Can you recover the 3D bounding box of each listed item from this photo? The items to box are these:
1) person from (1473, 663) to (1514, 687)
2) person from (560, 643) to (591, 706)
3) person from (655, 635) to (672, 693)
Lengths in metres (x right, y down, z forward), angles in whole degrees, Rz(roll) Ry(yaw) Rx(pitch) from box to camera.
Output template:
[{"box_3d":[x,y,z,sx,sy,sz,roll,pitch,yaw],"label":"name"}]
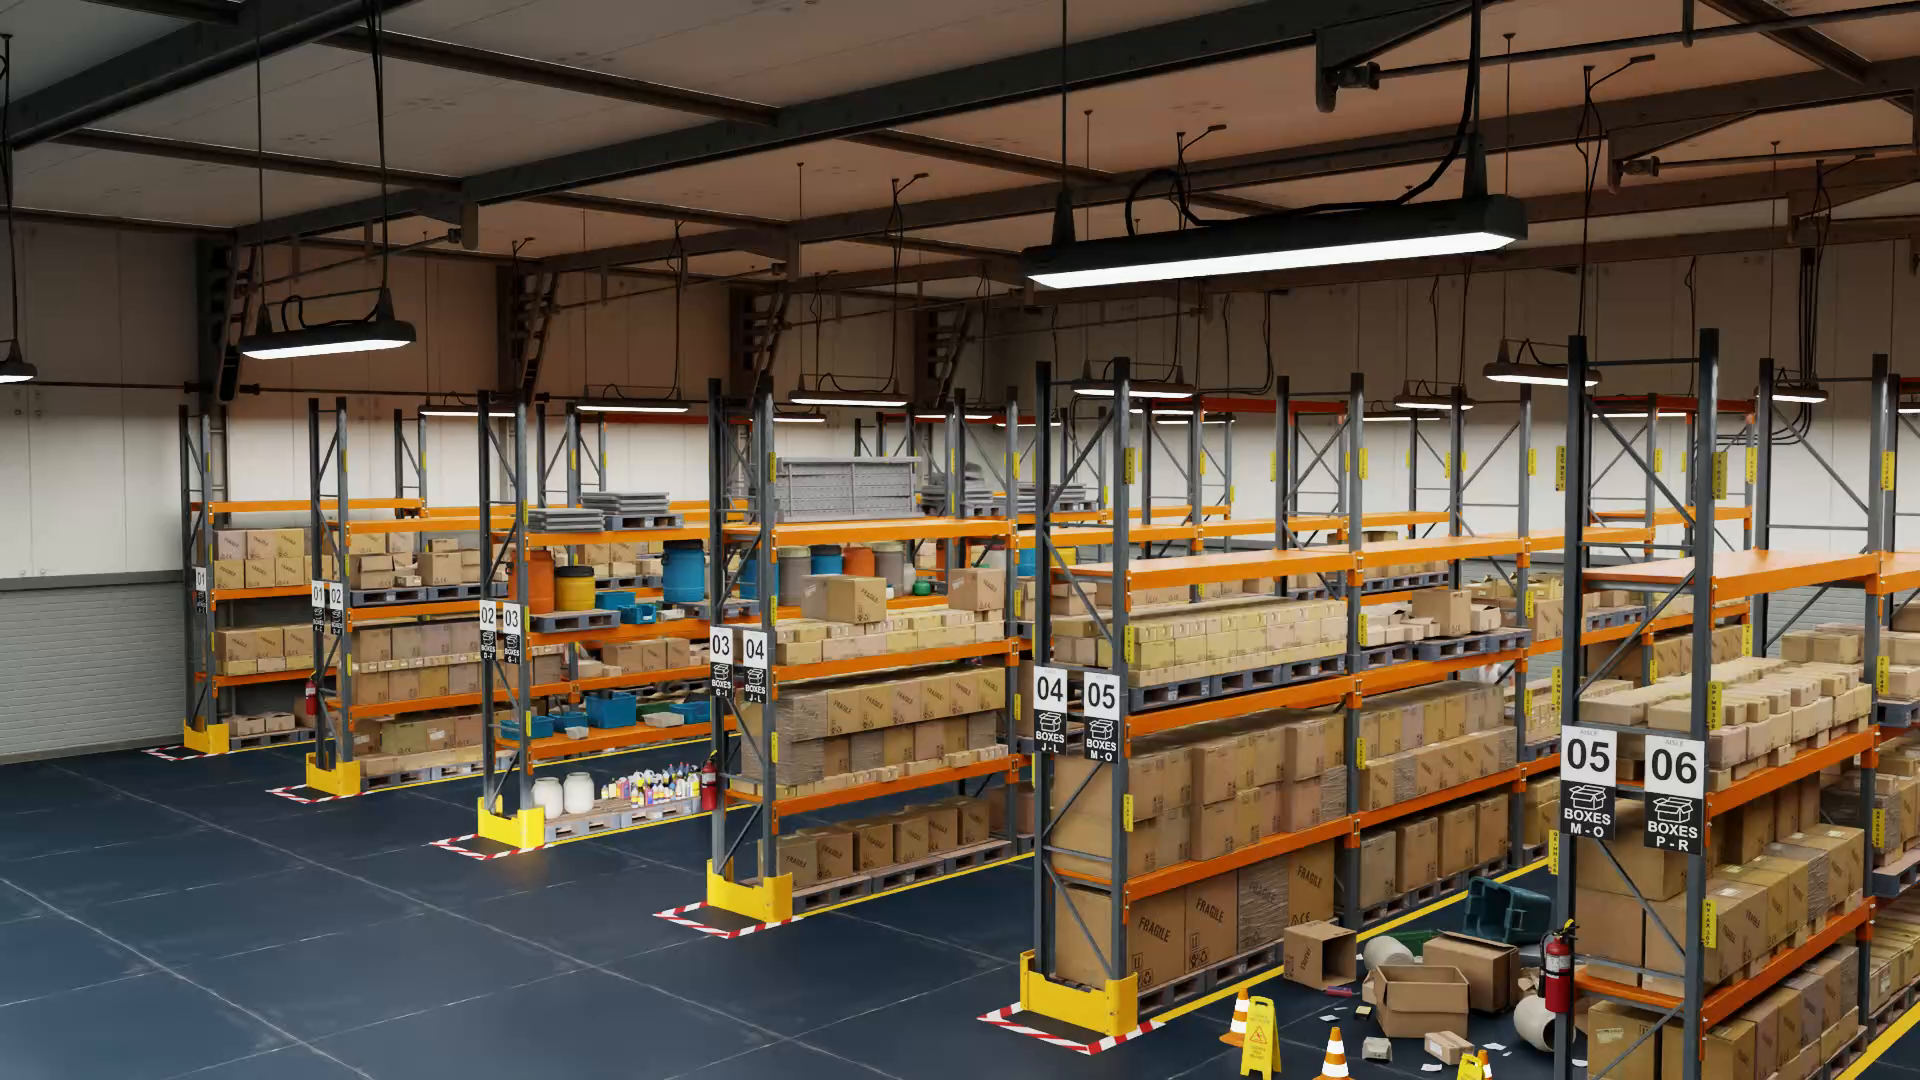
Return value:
[{"box_3d":[9.189,2.755,28.802,0.655,1.766,0.768,3,4,43],"label":"person"},{"box_3d":[-7.434,2.638,32.197,0.674,1.738,0.843,0,3,-5],"label":"person"},{"box_3d":[-5.700,2.654,32.324,0.581,1.660,0.656,2,4,31],"label":"person"}]
